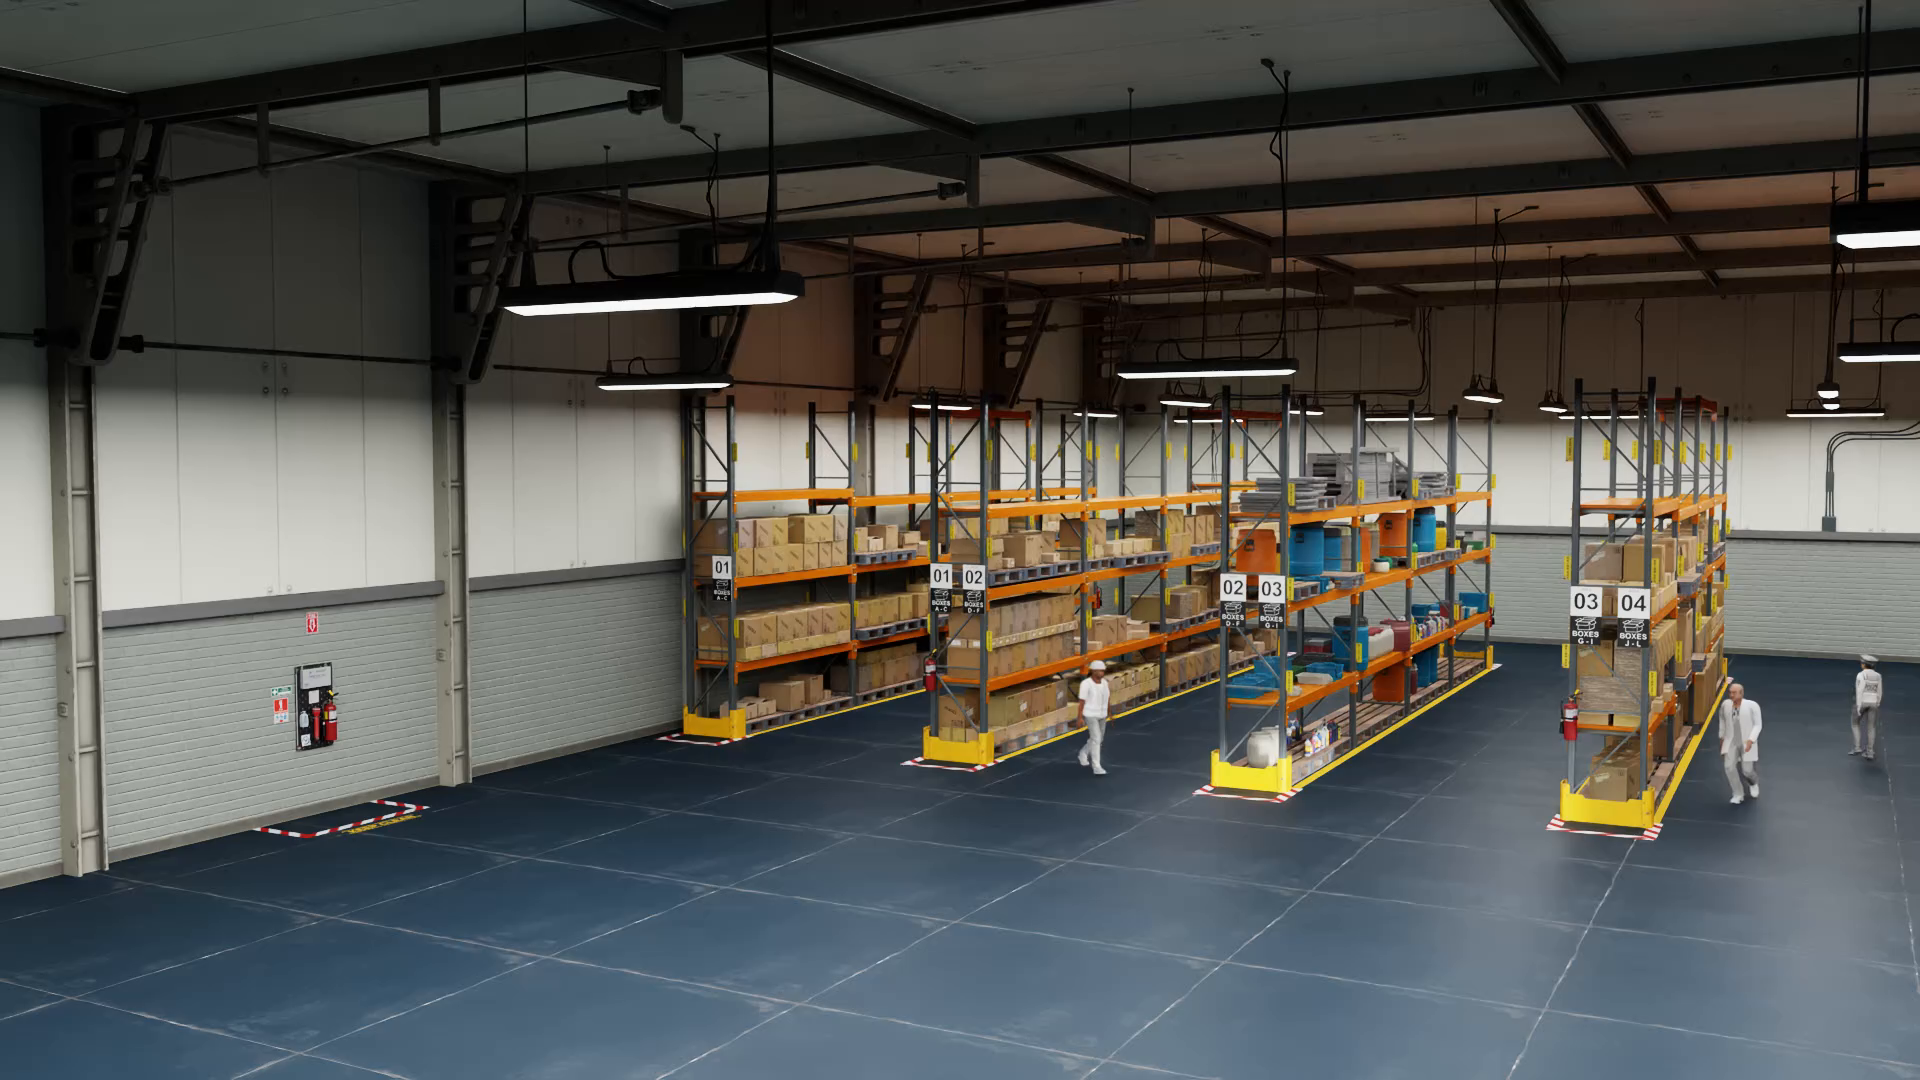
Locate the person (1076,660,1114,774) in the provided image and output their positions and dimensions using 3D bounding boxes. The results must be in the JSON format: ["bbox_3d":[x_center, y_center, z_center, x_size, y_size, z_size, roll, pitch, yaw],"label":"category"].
[{"bbox_3d":[2.104,2.758,26.094,0.595,1.753,0.830,-3,4,-43],"label":"person"}]

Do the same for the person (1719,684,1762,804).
[{"bbox_3d":[11.217,2.904,23.927,0.620,1.692,0.790,3,4,40],"label":"person"}]

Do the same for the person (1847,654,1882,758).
[{"bbox_3d":[14.892,2.744,27.253,0.476,1.710,0.524,1,3,12],"label":"person"}]
